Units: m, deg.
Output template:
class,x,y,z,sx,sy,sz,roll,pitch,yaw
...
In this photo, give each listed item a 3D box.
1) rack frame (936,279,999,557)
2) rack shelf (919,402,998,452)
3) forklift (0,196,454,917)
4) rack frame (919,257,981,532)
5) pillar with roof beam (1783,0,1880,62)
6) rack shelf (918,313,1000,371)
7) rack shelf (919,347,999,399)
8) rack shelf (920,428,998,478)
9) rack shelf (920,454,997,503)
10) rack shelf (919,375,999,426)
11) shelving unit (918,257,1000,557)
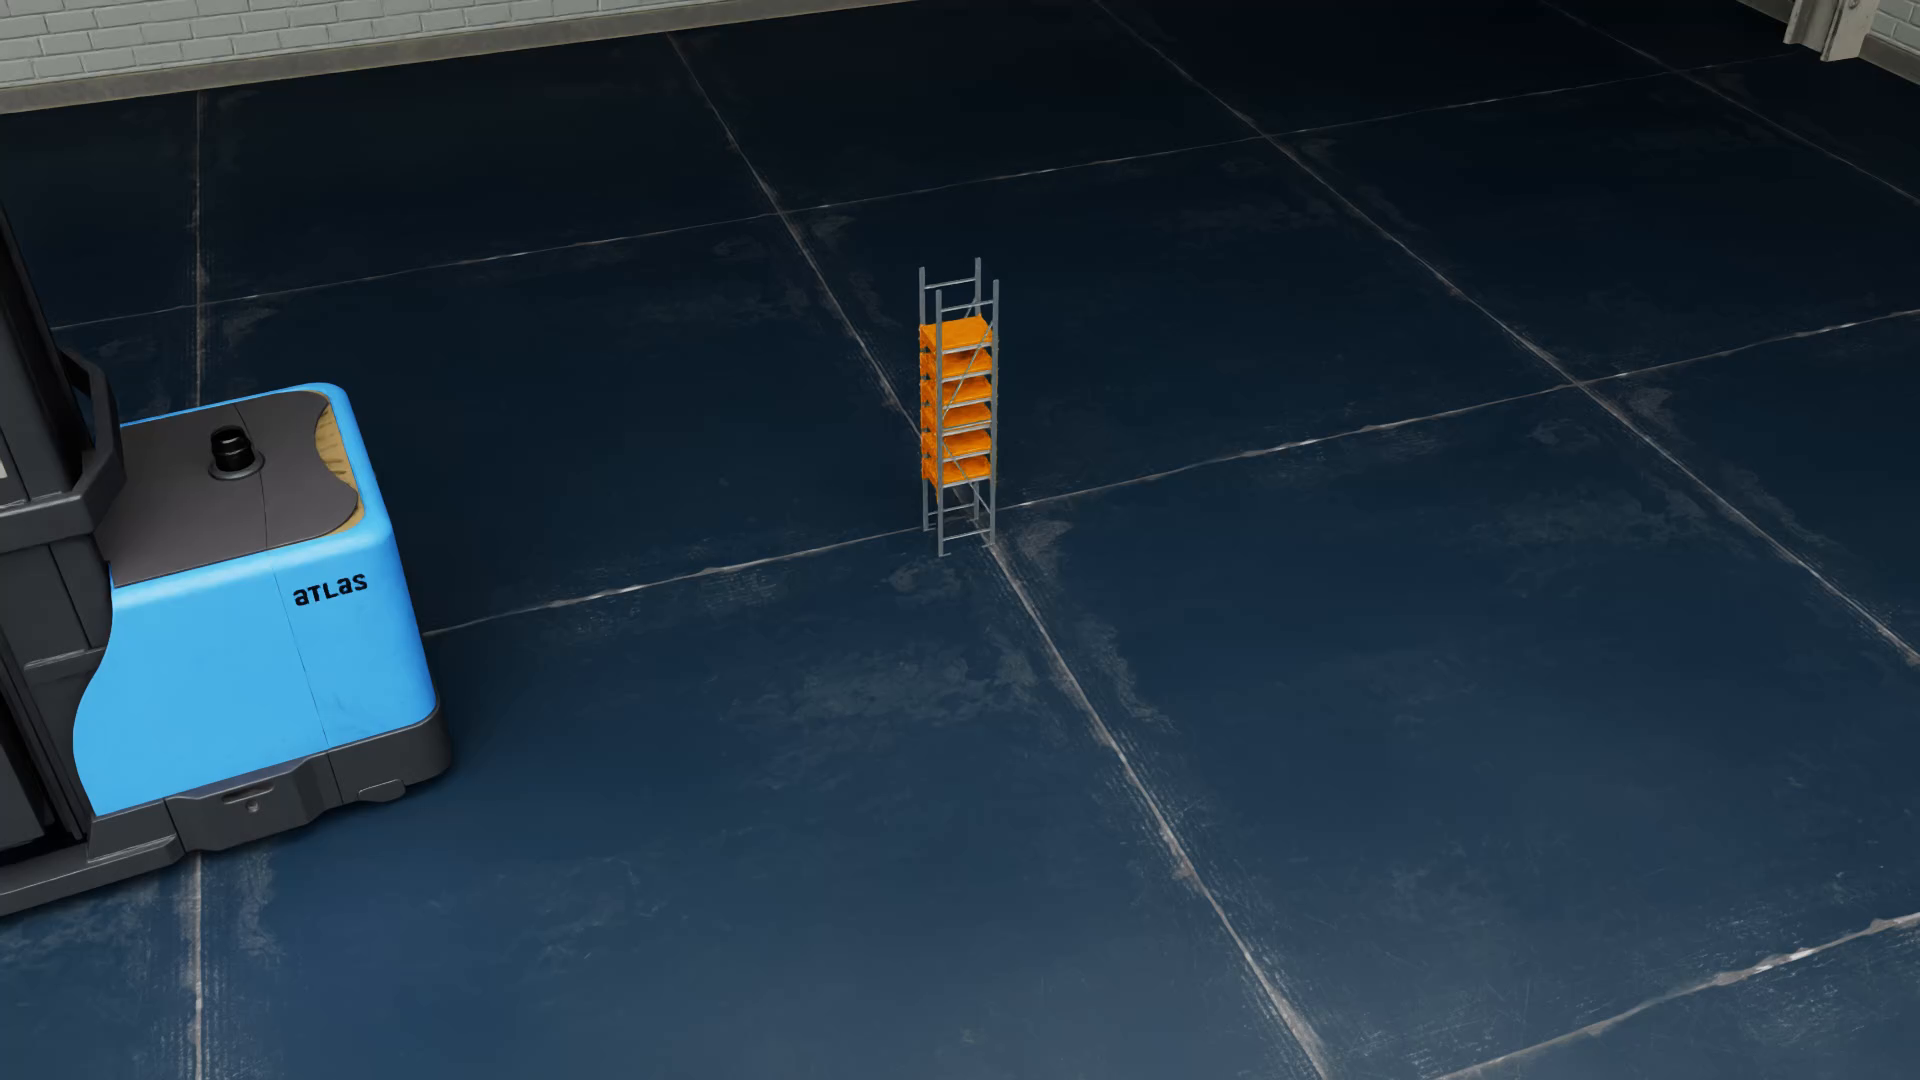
class,x,y,z,sx,sy,sz,roll,pitch,yaw
rack frame,0.026,-0.436,6.331,0.240,1.200,0.006,-12,39,-16
rack shelf,-0.005,-0.452,6.427,0.258,0.103,0.180,-12,39,-16
forklift,-3.279,-0.233,4.623,3.031,2.935,1.130,-16,40,-20
rack frame,-0.036,-0.539,6.468,0.240,1.200,0.006,-12,39,-16
pillar with roof beam,1.714,-5.985,7.217,9.100,9.000,0.400,-12,39,-16
rack shelf,-0.005,-0.739,6.210,0.258,0.103,0.180,-12,39,-16
rack shelf,-0.005,-0.644,6.282,0.258,0.103,0.180,-12,39,-16
rack shelf,-0.005,-0.356,6.499,0.258,0.103,0.180,-12,39,-16
rack shelf,-0.005,-0.260,6.571,0.258,0.103,0.180,-12,39,-16
rack shelf,-0.005,-0.548,6.354,0.258,0.103,0.180,-12,39,-16
shelving unit,-0.005,-0.487,6.400,0.258,1.200,0.189,-12,39,-16
